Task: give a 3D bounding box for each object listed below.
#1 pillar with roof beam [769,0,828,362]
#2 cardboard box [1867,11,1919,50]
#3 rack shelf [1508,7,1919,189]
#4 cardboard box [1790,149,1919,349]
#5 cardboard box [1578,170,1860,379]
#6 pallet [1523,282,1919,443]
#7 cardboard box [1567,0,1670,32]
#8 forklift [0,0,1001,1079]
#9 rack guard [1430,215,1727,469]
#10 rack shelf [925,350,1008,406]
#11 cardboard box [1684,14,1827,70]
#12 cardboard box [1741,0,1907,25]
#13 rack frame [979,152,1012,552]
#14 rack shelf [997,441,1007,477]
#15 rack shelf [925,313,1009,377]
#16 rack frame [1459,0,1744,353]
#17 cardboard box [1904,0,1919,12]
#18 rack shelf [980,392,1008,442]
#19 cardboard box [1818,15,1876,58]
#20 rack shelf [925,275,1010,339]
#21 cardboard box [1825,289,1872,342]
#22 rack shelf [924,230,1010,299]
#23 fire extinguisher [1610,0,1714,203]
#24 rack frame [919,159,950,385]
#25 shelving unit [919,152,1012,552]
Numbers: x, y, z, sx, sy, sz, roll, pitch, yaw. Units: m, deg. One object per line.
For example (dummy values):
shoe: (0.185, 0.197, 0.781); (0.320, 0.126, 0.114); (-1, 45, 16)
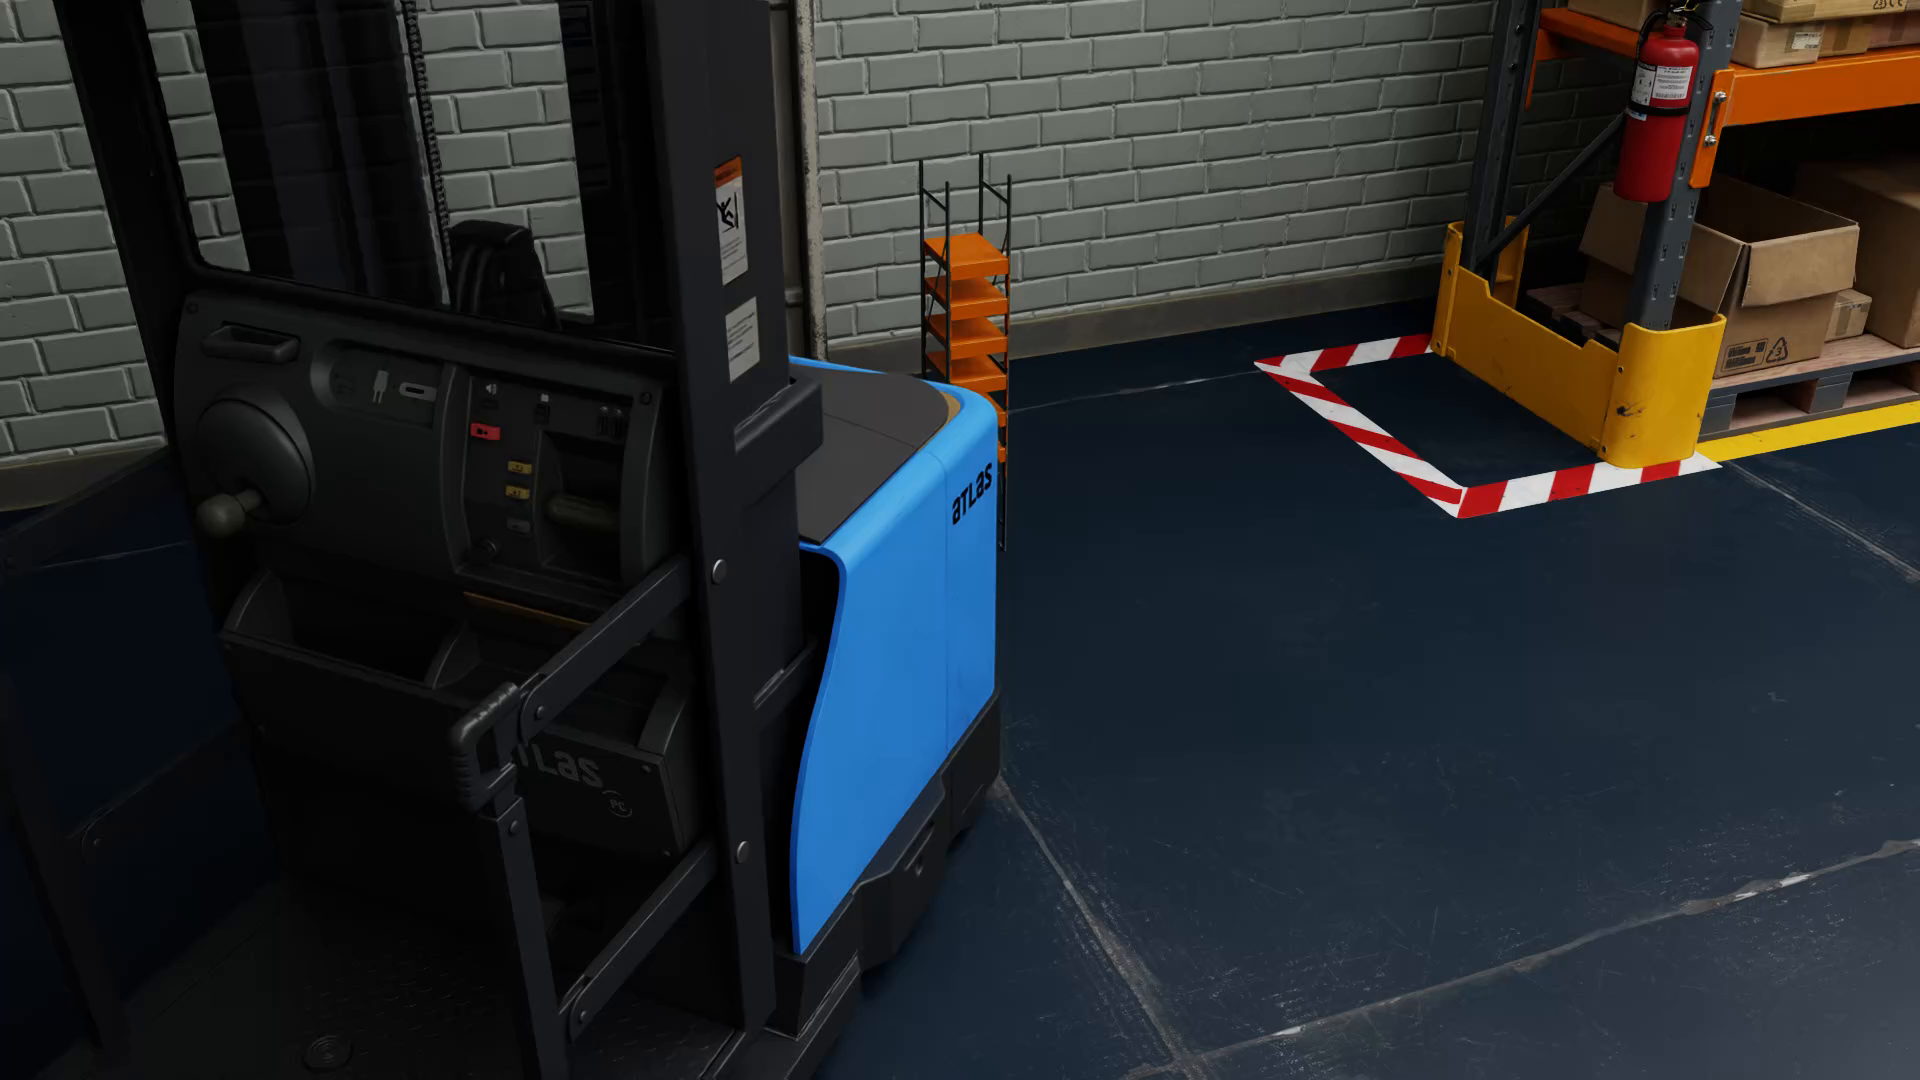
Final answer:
pillar with roof beam: (0.796, -2.386, 0.347); (0.400, 9.000, 9.100); (-10, 31, -18)
cardboard box: (2.996, -1.771, 5.581); (0.250, 0.149, 0.380); (-11, 31, -18)
rack shelf: (4.010, -1.856, 6.204); (4.000, 0.370, 1.077); (-10, 31, -18)
cardboard box: (3.557, -1.111, 6.271); (0.500, 0.500, 0.700); (-9, 31, -16)
cardboard box: (2.742, -0.983, 6.043); (0.637, 0.503, 0.797); (-12, 32, -20)
pallet: (2.954, -0.763, 6.376); (1.213, 0.211, 1.003); (-10, 31, -18)
cardboard box: (2.353, -1.896, 5.802); (0.250, 0.149, 0.380); (-11, 31, -18)
forklift: (-0.958, -0.096, 2.458); (1.130, 2.935, 3.031); (12, 32, 20)
rack guard: (2.207, -0.750, 6.062); (0.348, 0.500, 1.175); (-10, 31, -18)
rack shelf: (0.014, -0.485, 4.979); (0.180, 0.103, 0.258); (-10, 31, -18)
cardboard box: (2.540, -1.644, 5.359); (0.250, 0.149, 0.380); (-11, 31, -18)
cardboard box: (2.655, -1.841, 5.302); (0.500, 0.250, 0.500); (-10, 31, -17)
rack frame: (0.099, -0.540, 4.985); (0.006, 1.200, 0.240); (-10, 31, -18)
rack shelf: (0.014, -0.277, 5.098); (0.180, 0.103, 0.258); (-10, 31, -18)
rack shelf: (0.014, -0.589, 4.920); (0.180, 0.103, 0.258); (-10, 31, -18)
rack frame: (2.136, -1.823, 5.420); (0.127, 3.000, 1.000); (-10, 31, -18)
cardboard box: (3.127, -1.928, 5.455); (0.500, 0.250, 0.500); (-10, 31, -17)
rack shelf: (0.014, -0.381, 5.039); (0.180, 0.103, 0.258); (-10, 31, -18)
cardboard box: (2.762, -1.709, 5.473); (0.250, 0.149, 0.380); (-10, 31, -16)
rack shelf: (0.014, -0.694, 4.861); (0.180, 0.103, 0.258); (-10, 31, -18)
cardboard box: (3.154, -0.884, 6.227); (0.250, 0.149, 0.380); (-12, 32, -20)
rack shelf: (0.014, -0.798, 4.801); (0.180, 0.103, 0.258); (-10, 31, -18)
fire extinguisher: (2.159, -1.388, 5.111); (0.183, 0.674, 0.296); (-10, 31, -18)
rack frame: (-0.072, -0.508, 4.930); (0.006, 1.200, 0.240); (-10, 31, -18)
shelving unit: (0.014, -0.524, 4.957); (0.189, 1.200, 0.258); (-10, 31, -18)
